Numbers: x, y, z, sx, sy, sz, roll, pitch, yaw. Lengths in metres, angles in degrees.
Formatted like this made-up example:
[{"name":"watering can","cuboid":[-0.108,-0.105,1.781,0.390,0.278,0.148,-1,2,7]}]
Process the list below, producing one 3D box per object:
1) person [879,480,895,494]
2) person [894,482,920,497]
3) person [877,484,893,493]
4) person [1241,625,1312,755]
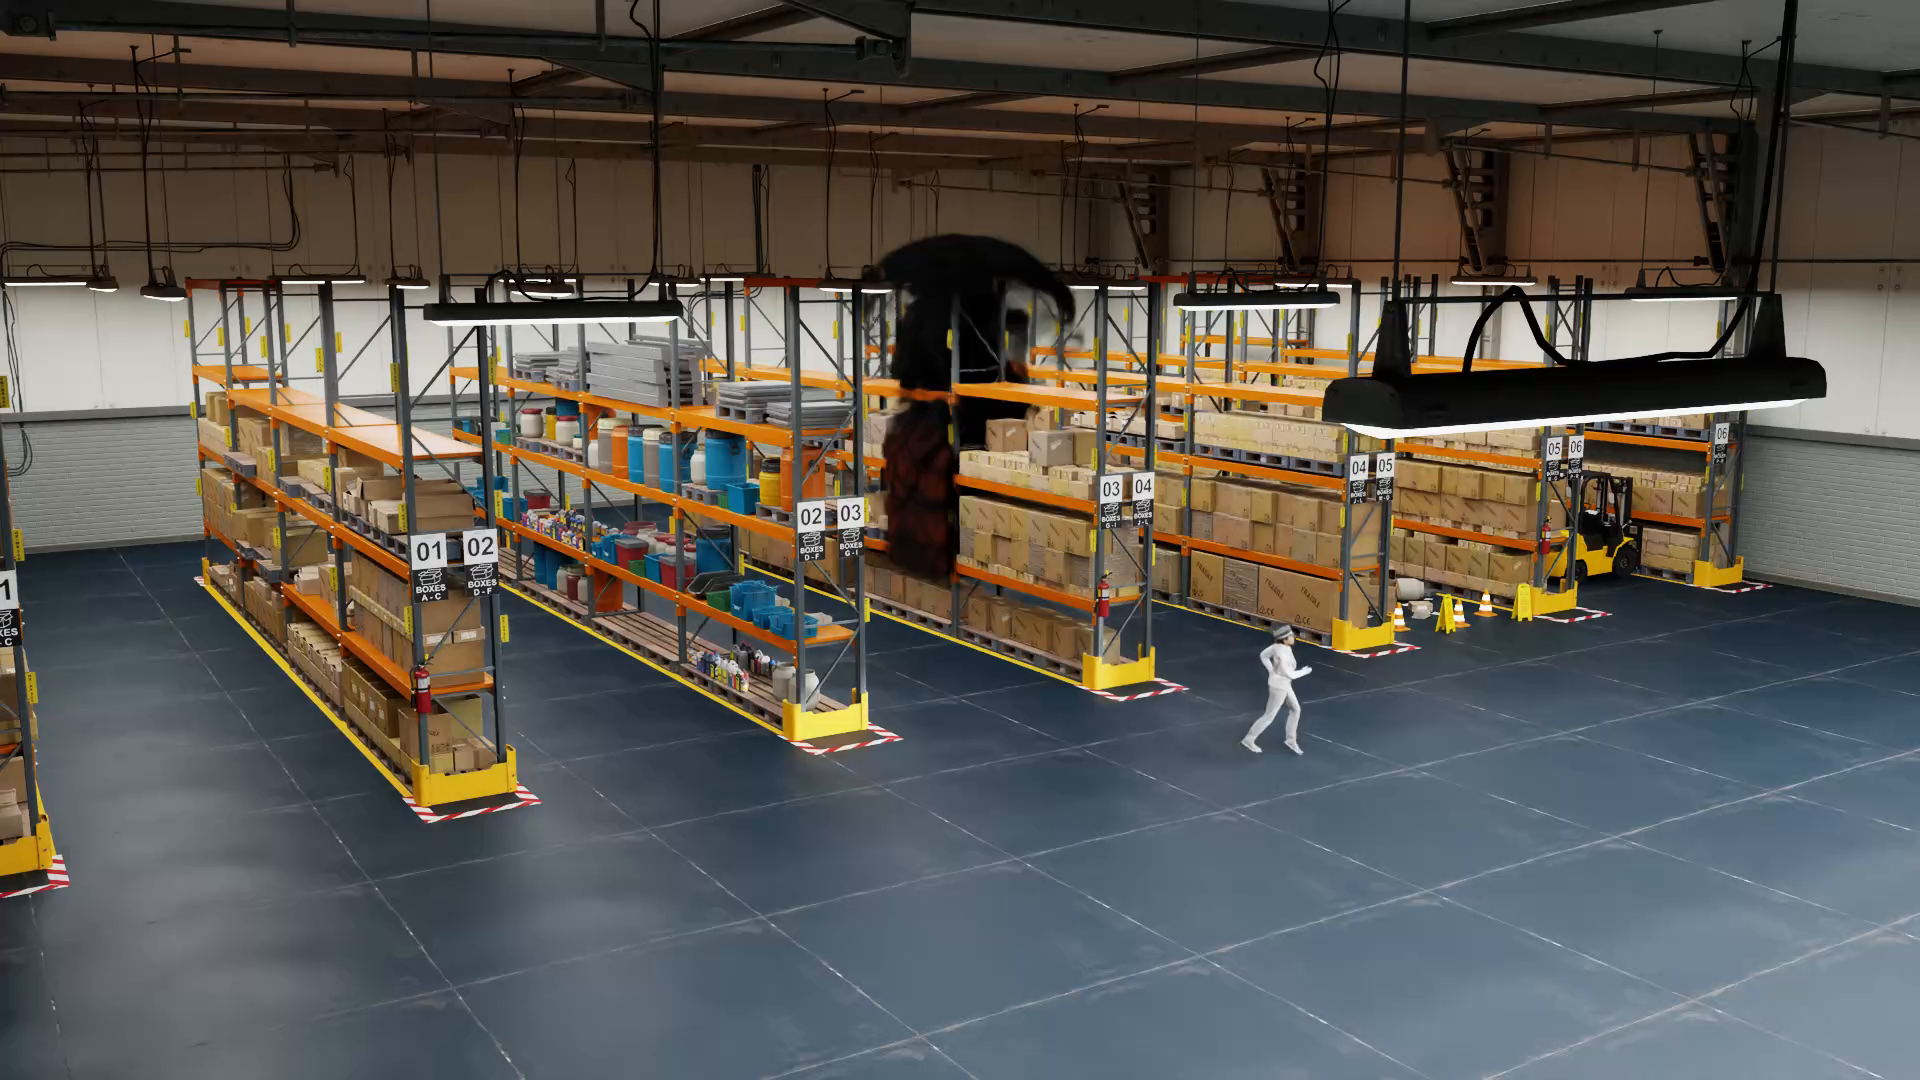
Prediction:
[{"name":"person","cuboid":[-1.808,-1.560,42.081,0.884,1.764,0.752,1,10,7]},{"name":"person","cuboid":[-1.374,-1.645,42.723,0.859,1.719,0.555,-6,11,-31]},{"name":"person","cuboid":[-1.598,-0.490,34.973,0.632,1.660,0.903,-8,12,-39]},{"name":"person","cuboid":[4.071,1.939,21.423,0.879,1.740,0.622,1,10,4]}]
